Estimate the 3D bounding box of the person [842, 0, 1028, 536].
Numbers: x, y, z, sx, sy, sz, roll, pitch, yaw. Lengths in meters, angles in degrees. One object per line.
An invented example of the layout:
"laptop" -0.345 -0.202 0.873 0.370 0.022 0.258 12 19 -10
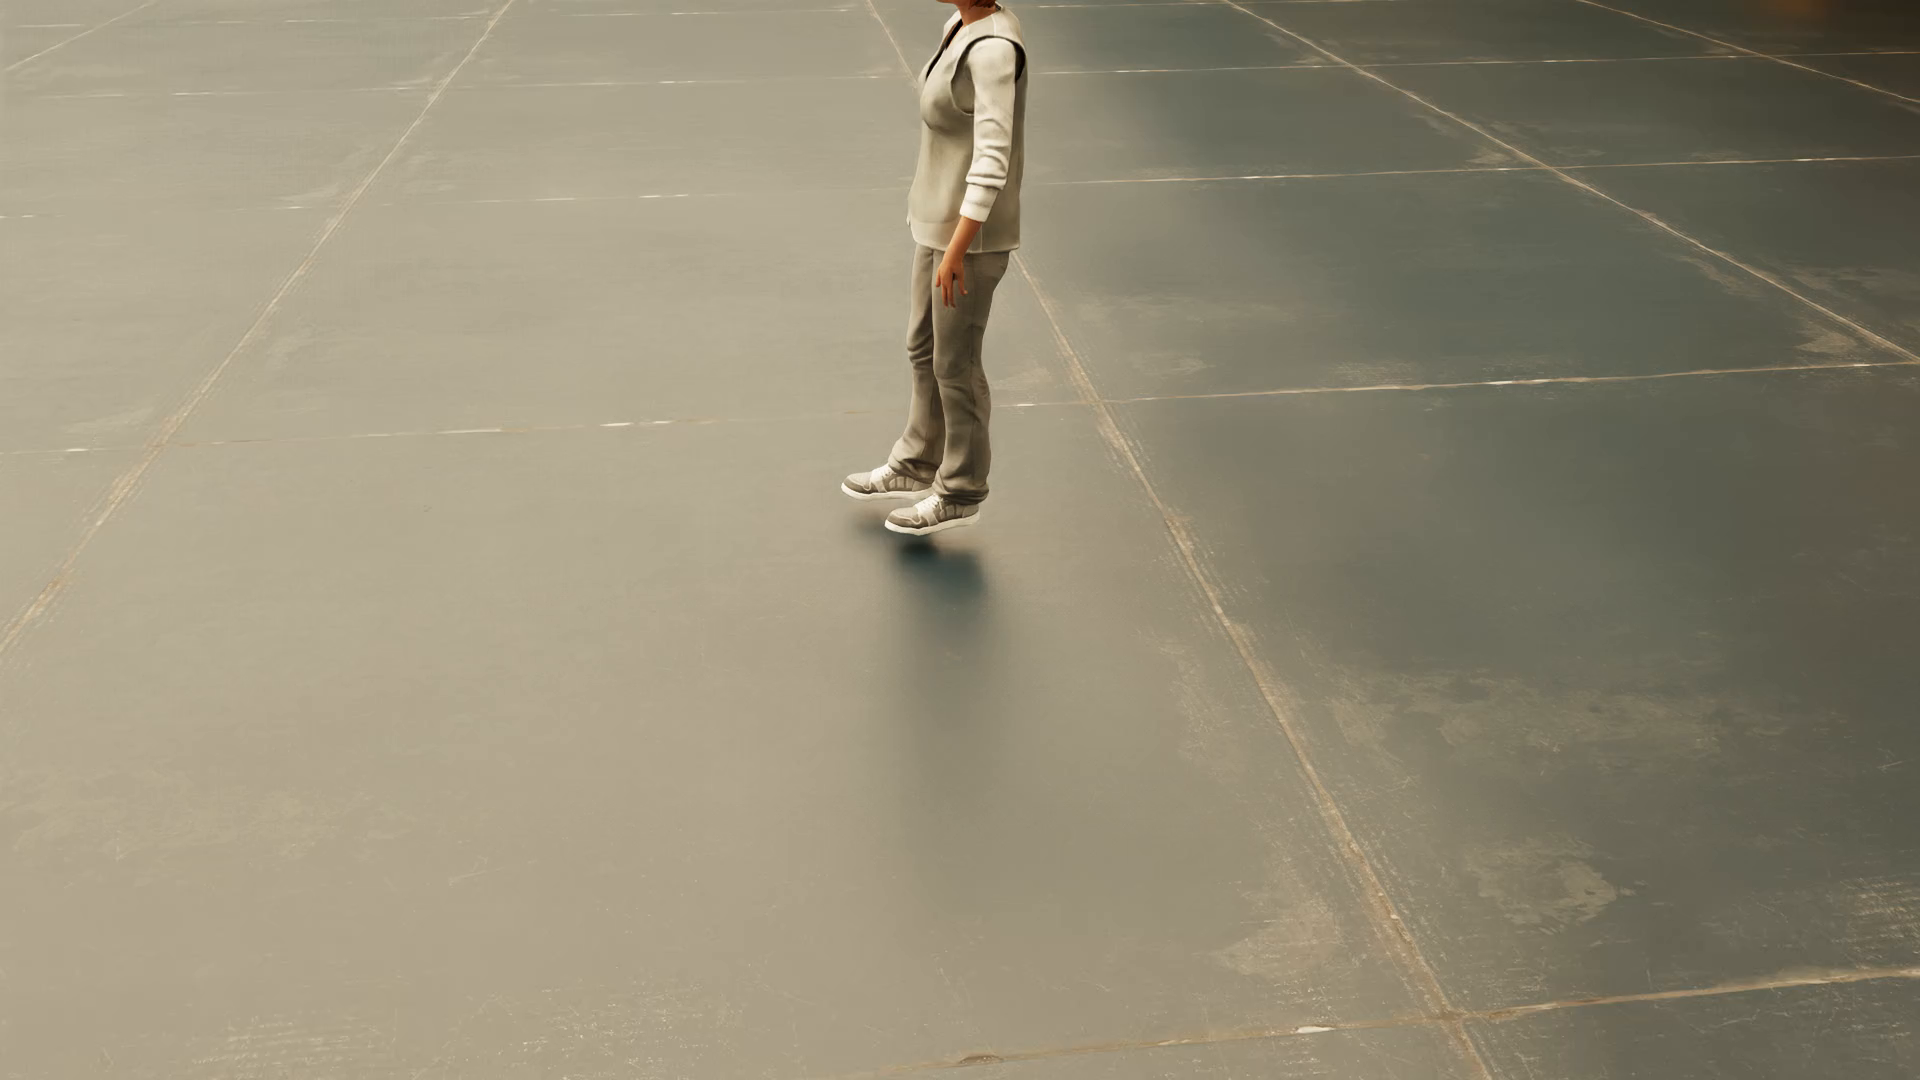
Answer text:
"person" -0.076 -0.758 4.245 0.472 1.584 0.520 -3 26 -7
